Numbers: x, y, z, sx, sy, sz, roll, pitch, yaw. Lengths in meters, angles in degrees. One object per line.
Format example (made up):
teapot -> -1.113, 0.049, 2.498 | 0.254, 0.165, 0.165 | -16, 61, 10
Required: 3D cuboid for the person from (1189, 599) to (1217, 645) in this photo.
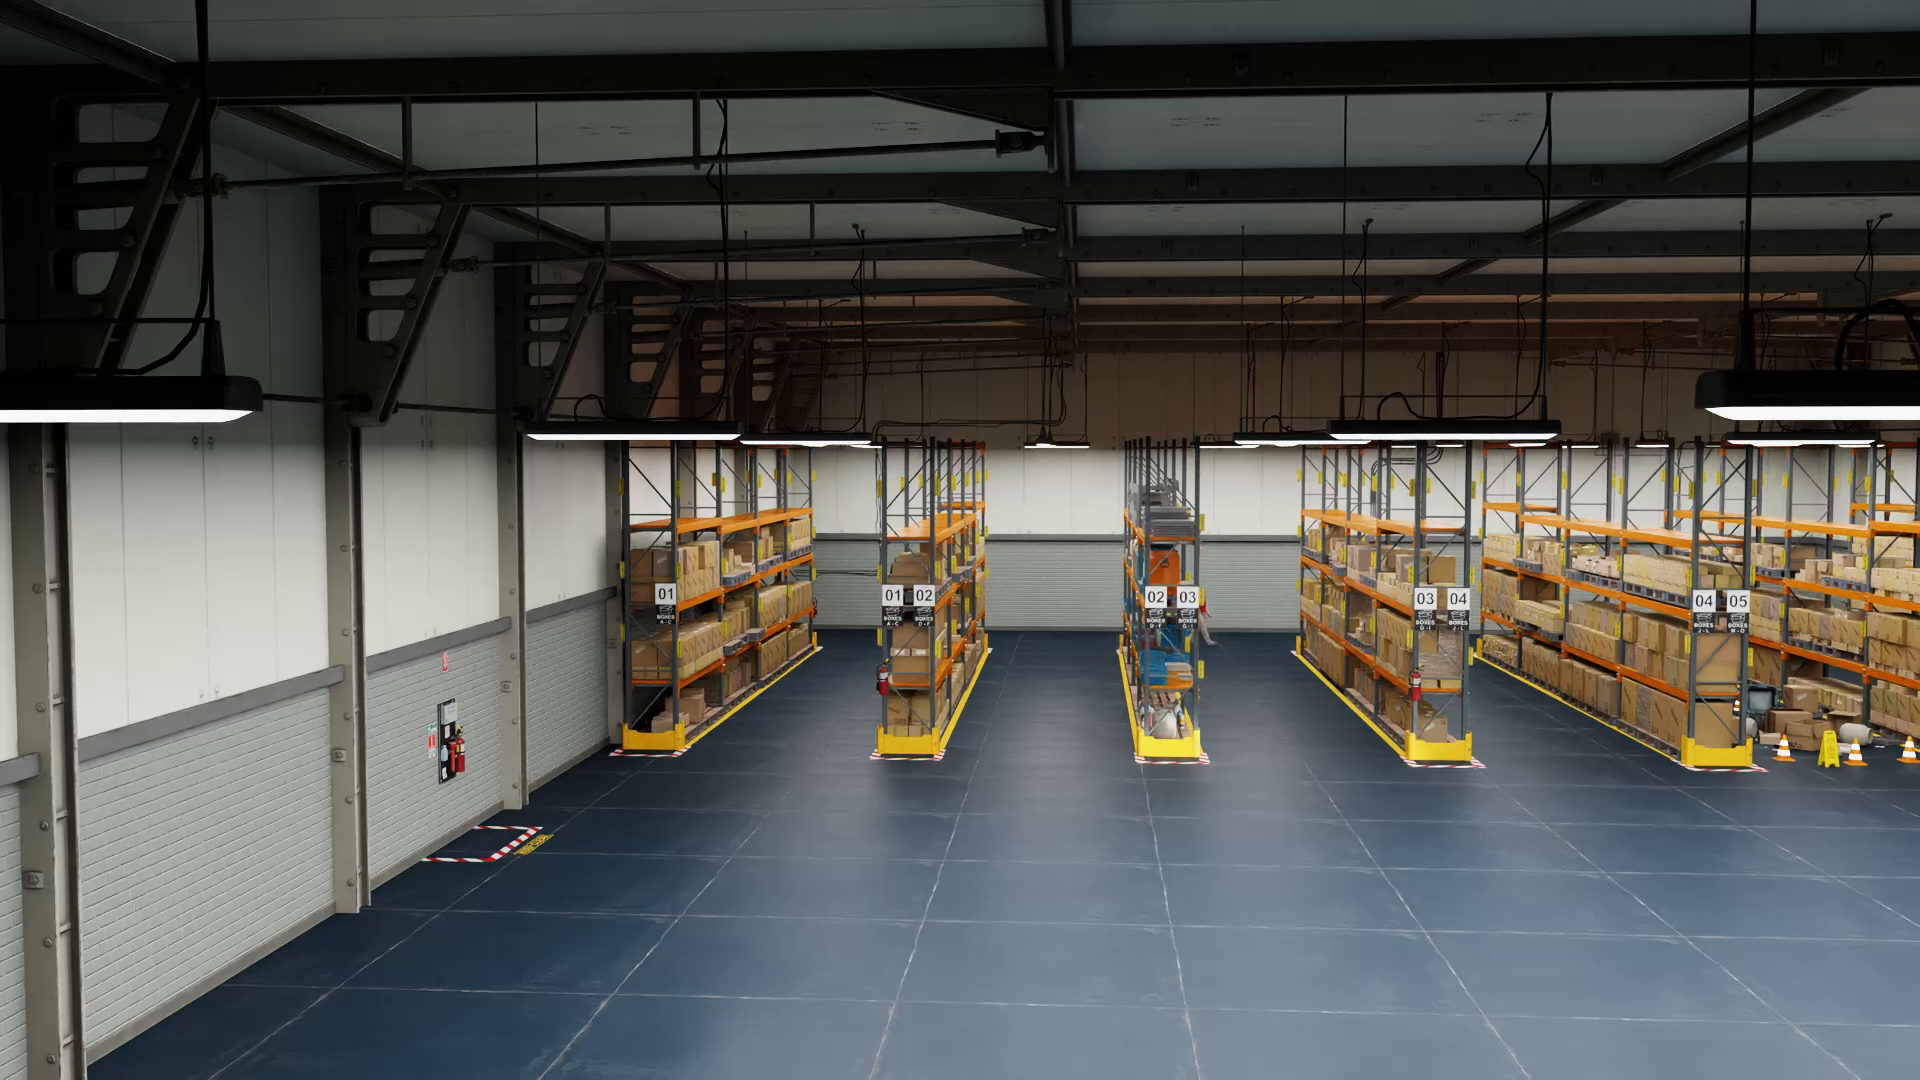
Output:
person -> 7.157, 2.245, 49.004 | 0.996, 1.675, 0.560 | 2, 4, 33
